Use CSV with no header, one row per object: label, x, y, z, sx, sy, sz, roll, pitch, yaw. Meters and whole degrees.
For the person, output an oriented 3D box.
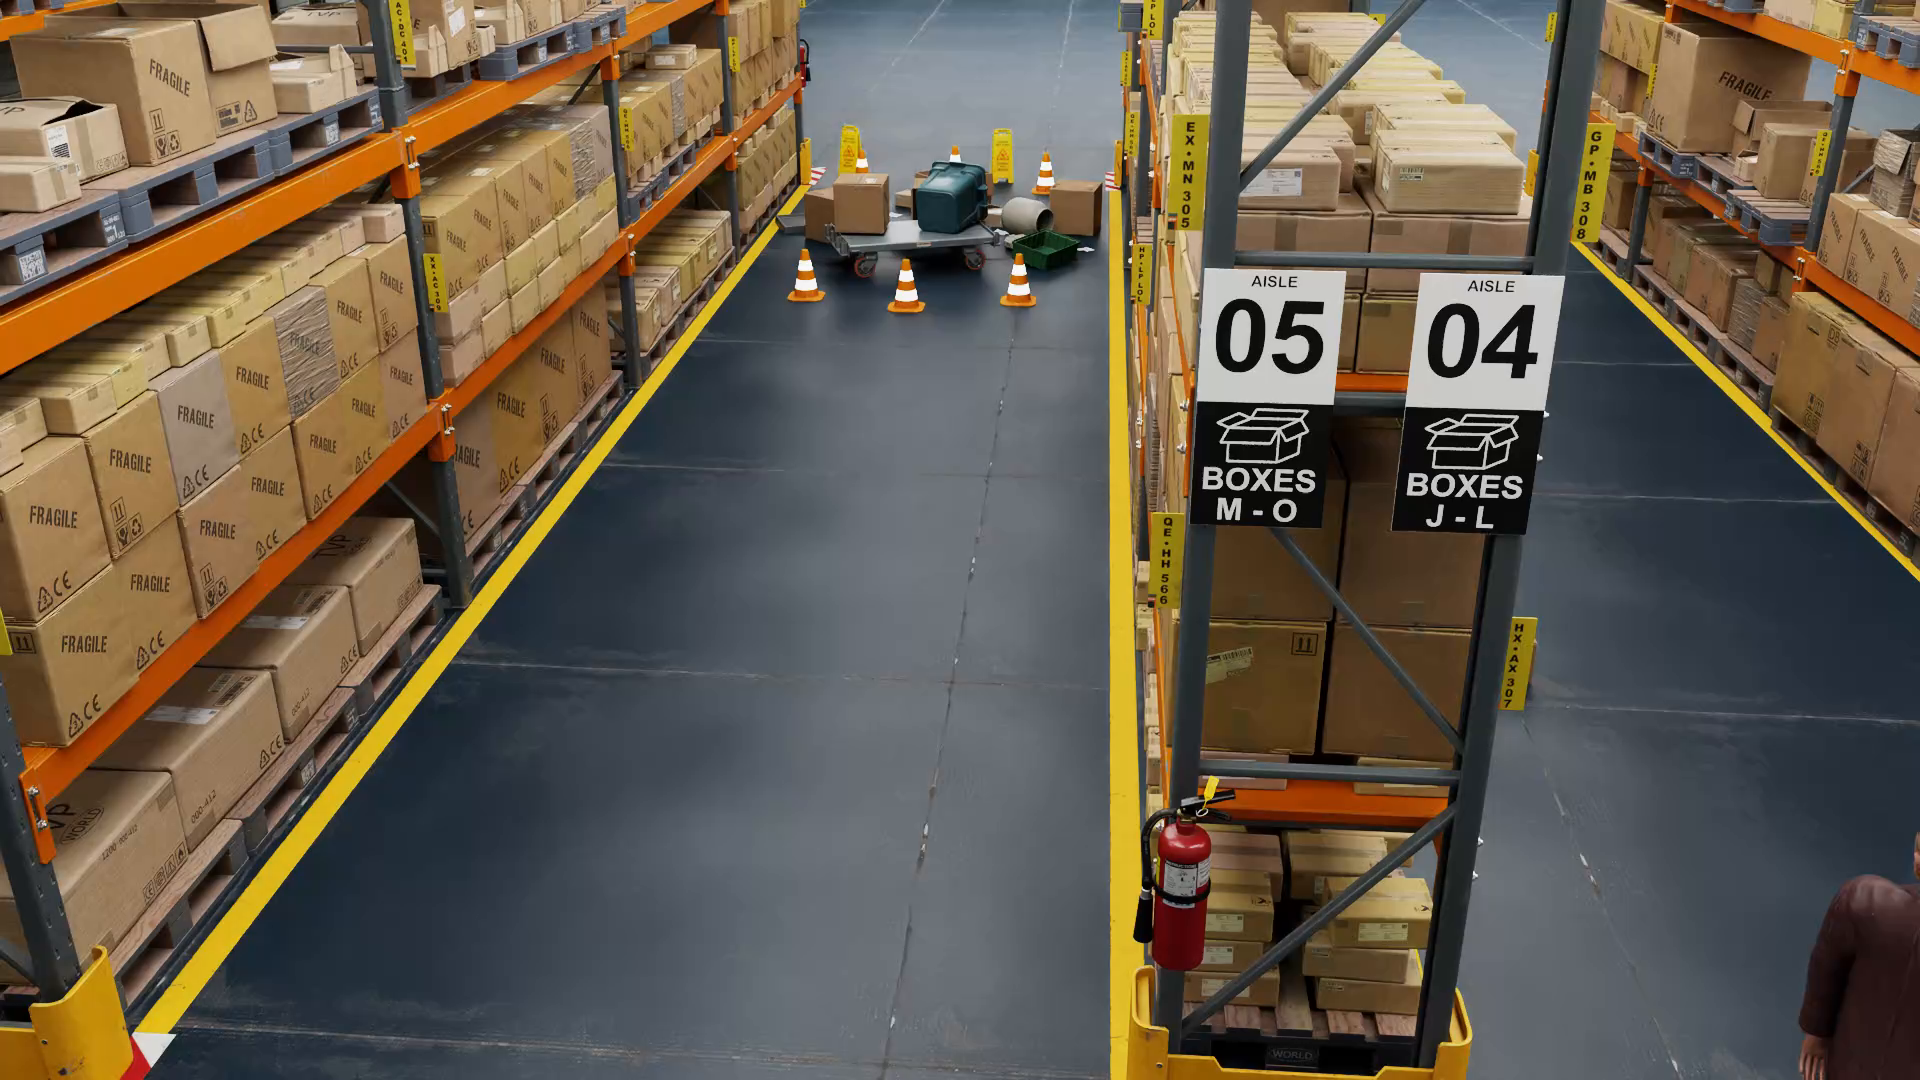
person,2.852,1.607,5.025,0.621,1.797,0.612,-15,28,-31
